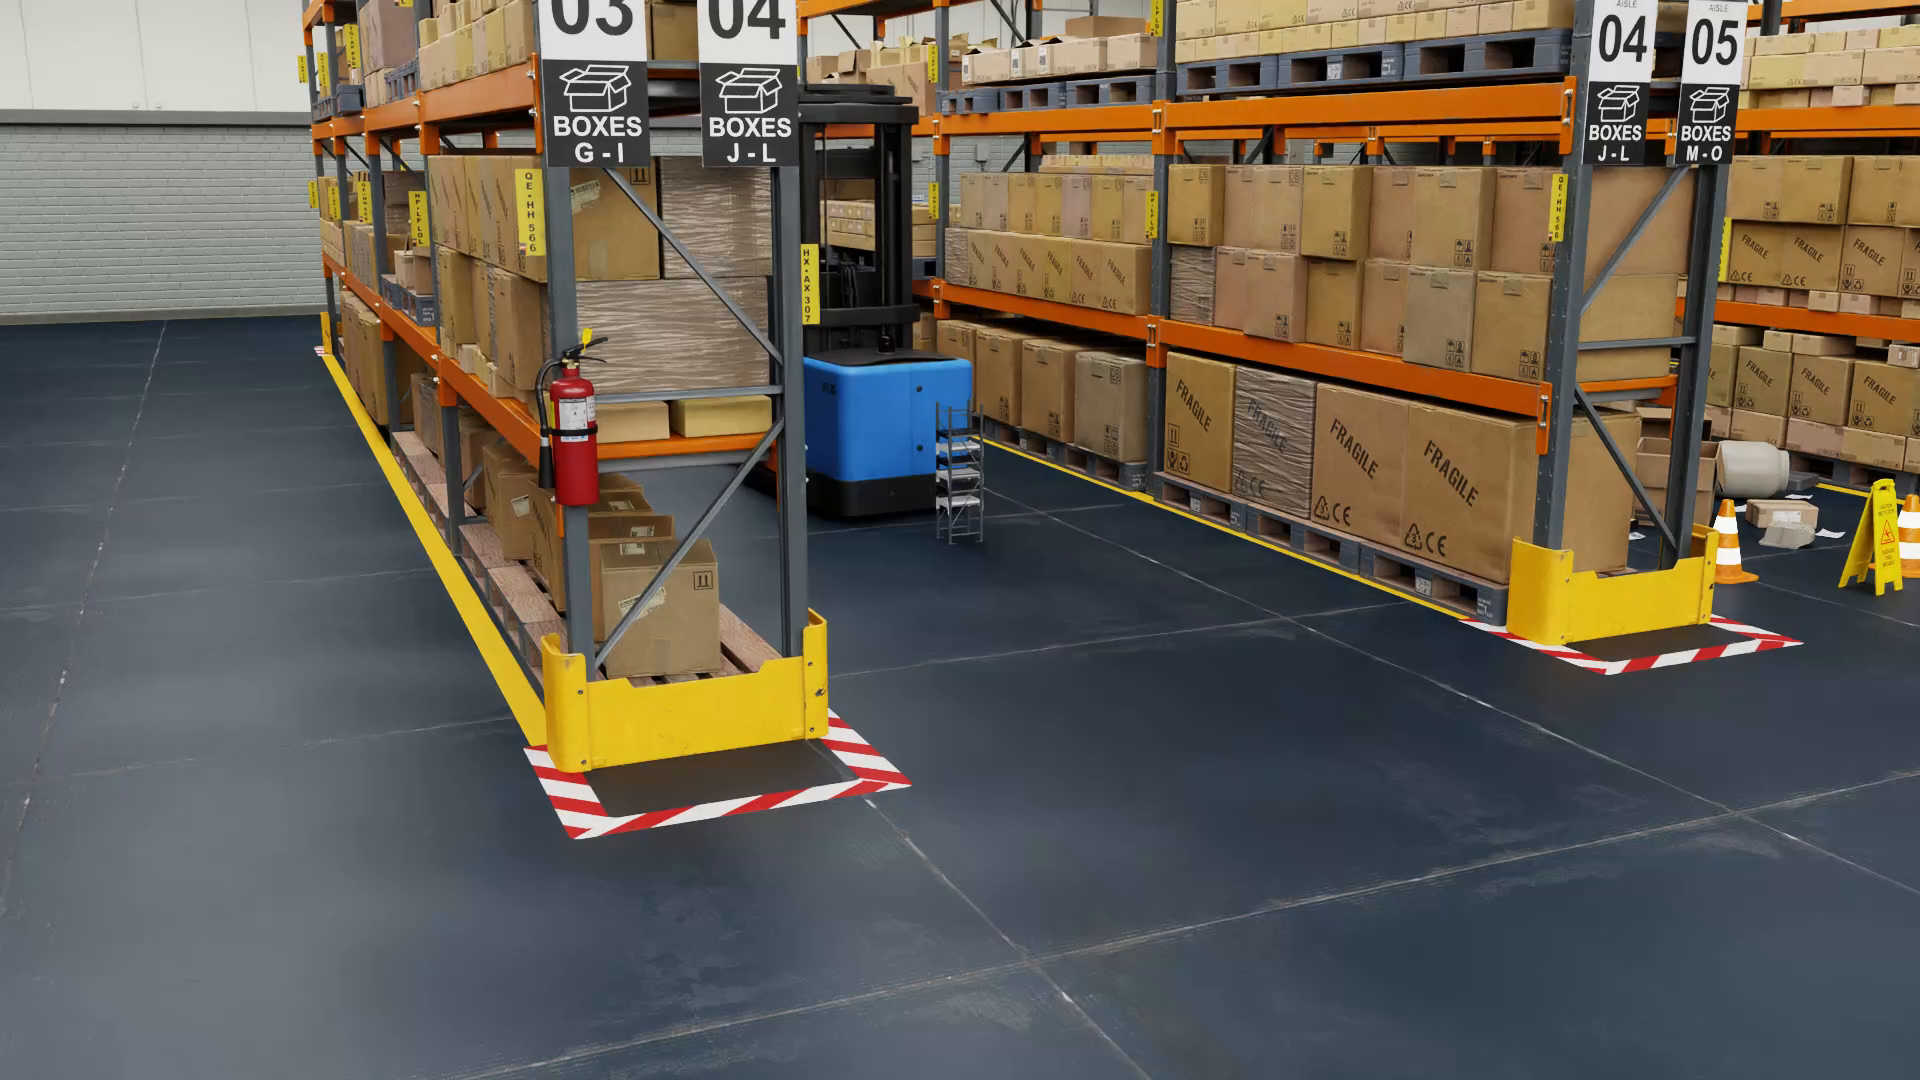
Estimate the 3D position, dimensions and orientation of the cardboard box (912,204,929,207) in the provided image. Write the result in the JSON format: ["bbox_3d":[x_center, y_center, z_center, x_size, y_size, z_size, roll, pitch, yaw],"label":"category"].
[{"bbox_3d":[-0.280,-3.417,17.288,0.380,0.149,0.250,-5,14,-21],"label":"cardboard box"}]

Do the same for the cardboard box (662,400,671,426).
[{"bbox_3d":[-1.104,-0.592,7.333,0.380,0.149,0.250,-6,14,-23],"label":"cardboard box"}]

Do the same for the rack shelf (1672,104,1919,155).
[{"bbox_3d":[7.154,-3.000,12.123,1.077,0.370,4.000,-6,14,-23],"label":"rack shelf"}]

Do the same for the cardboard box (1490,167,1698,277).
[{"bbox_3d":[3.347,-1.687,8.780,0.875,0.550,0.550,-6,14,-23],"label":"cardboard box"}]

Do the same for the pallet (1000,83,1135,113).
[{"bbox_3d":[1.012,-3.671,13.846,1.003,0.211,1.213,-5,14,-20],"label":"pallet"}]

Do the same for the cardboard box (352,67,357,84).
[{"bbox_3d":[-5.575,-4.448,16.049,0.500,0.311,0.500,-6,14,-25],"label":"cardboard box"}]

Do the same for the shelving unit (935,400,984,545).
[{"bbox_3d":[-0.003,-0.440,10.776,0.258,0.900,0.210,-6,14,-23],"label":"shelving unit"}]

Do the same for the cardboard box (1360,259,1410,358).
[{"bbox_3d":[2.920,-1.392,9.900,0.875,0.550,0.550,-6,14,-23],"label":"cardboard box"}]

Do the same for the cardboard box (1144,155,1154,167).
[{"bbox_3d":[2.636,-4.959,21.764,0.380,0.149,0.250,-6,14,-23],"label":"cardboard box"}]

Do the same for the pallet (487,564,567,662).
[{"bbox_3d":[-1.934,0.339,8.936,1.003,0.211,1.213,-6,14,-23],"label":"pallet"}]

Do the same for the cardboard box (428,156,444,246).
[{"bbox_3d":[-2.780,-1.972,9.639,0.500,0.500,0.500,-6,14,-23],"label":"cardboard box"}]

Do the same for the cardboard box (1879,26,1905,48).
[{"bbox_3d":[6.878,-3.621,12.001,0.380,0.149,0.250,-5,14,-22],"label":"cardboard box"}]

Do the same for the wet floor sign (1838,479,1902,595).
[{"bbox_3d":[5.286,-0.034,9.585,0.267,0.644,0.232,-9,16,-33],"label":"wet floor sign"}]

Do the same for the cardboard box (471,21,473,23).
[{"bbox_3d":[-2.188,-2.579,8.155,0.380,0.149,0.250,-5,14,-22],"label":"cardboard box"}]

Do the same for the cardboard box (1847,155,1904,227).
[{"bbox_3d":[6.983,-2.559,12.177,0.700,0.500,0.500,-6,14,-23],"label":"cardboard box"}]

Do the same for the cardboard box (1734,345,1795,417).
[{"bbox_3d":[6.567,-1.277,13.238,0.500,0.500,0.500,-5,14,-21],"label":"cardboard box"}]

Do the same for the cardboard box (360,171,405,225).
[{"bbox_3d":[-5.404,-3.323,16.130,0.797,0.503,0.637,-5,14,-22],"label":"cardboard box"}]

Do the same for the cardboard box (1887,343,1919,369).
[{"bbox_3d":[6.985,-1.341,12.076,0.380,0.149,0.250,-5,14,-21],"label":"cardboard box"}]

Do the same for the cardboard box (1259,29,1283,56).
[{"bbox_3d":[2.101,-3.111,10.409,0.380,0.149,0.250,-6,14,-24],"label":"cardboard box"}]

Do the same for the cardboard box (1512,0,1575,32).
[{"bbox_3d":[3.016,-2.638,8.368,0.380,0.149,0.250,-6,14,-23],"label":"cardboard box"}]

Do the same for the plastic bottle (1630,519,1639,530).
[{"bbox_3d":[4.431,-0.123,11.267,0.133,0.061,0.283,-12,18,-42],"label":"plastic bottle"}]

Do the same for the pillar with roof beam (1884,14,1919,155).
[{"bbox_3d":[6.700,-5.924,16.508,9.100,9.000,0.400,-6,14,-23],"label":"pillar with roof beam"}]

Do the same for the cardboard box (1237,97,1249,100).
[{"bbox_3d":[3.334,-5.214,19.681,0.380,0.166,0.250,-7,15,-27],"label":"cardboard box"}]

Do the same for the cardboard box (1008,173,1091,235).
[{"bbox_3d":[0.837,-2.893,14.277,0.700,0.500,0.500,-6,14,-24],"label":"cardboard box"}]

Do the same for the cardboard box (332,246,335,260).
[{"bbox_3d":[-6.870,-3.236,18.759,0.380,0.149,0.250,-6,14,-24],"label":"cardboard box"}]

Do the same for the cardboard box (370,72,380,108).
[{"bbox_3d":[-4.170,-3.396,12.570,0.500,0.250,0.500,-5,14,-22],"label":"cardboard box"}]

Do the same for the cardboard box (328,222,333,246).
[{"bbox_3d":[-6.964,-3.516,19.084,0.500,0.250,0.500,-6,14,-24],"label":"cardboard box"}]

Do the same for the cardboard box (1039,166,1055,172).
[{"bbox_3d":[1.477,-5.192,24.213,0.500,0.500,0.500,-6,14,-24],"label":"cardboard box"}]

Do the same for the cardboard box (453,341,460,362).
[{"bbox_3d":[-2.703,-1.111,9.576,0.380,0.149,0.250,-6,14,-23],"label":"cardboard box"}]

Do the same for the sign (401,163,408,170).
[{"bbox_3d":[-7.032,-4.612,21.052,0.100,0.325,0.005,-6,14,-23],"label":"sign"}]

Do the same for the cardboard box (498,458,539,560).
[{"bbox_3d":[-2.368,-0.190,9.651,0.500,0.500,0.500,-1,13,-5],"label":"cardboard box"}]

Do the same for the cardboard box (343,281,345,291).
[{"bbox_3d":[-6.840,-2.743,19.849,0.875,0.875,0.875,-6,14,-23],"label":"cardboard box"}]

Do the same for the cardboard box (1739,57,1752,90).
[{"bbox_3d":[6.278,-3.720,13.311,0.500,0.250,0.500,-6,14,-24],"label":"cardboard box"}]

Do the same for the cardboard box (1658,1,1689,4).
[{"bbox_3d":[3.502,-2.917,8.690,0.500,0.250,0.500,-6,14,-23],"label":"cardboard box"}]

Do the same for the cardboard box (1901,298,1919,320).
[{"bbox_3d":[7.033,-1.669,11.987,0.380,0.149,0.250,-6,14,-24],"label":"cardboard box"}]

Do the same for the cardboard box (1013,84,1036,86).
[{"bbox_3d":[0.697,-4.158,14.894,0.380,0.166,0.250,-6,14,-23],"label":"cardboard box"}]

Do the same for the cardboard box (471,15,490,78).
[{"bbox_3d":[-1.951,-2.255,7.642,0.500,0.250,0.500,-5,14,-22],"label":"cardboard box"}]

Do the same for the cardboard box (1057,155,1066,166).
[{"bbox_3d":[1.603,-5.423,23.772,0.380,0.149,0.250,-5,14,-21],"label":"cardboard box"}]

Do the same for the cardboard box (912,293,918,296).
[{"bbox_3d":[-0.623,-2.601,18.404,0.500,0.250,0.500,-5,14,-20],"label":"cardboard box"}]

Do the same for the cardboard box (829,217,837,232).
[{"bbox_3d":[-1.187,-3.375,17.768,0.380,0.149,0.250,-5,14,-21],"label":"cardboard box"}]

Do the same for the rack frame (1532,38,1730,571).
[{"bbox_3d":[3.460,-1.008,8.572,1.000,3.000,0.127,-6,14,-23],"label":"rack frame"}]

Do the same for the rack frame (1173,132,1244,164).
[{"bbox_3d":[3.148,-3.955,21.306,1.000,3.000,0.127,-6,14,-23],"label":"rack frame"}]

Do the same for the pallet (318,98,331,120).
[{"bbox_3d":[-6.735,-4.900,18.933,1.003,0.211,1.213,-6,14,-23],"label":"pallet"}]

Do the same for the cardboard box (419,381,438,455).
[{"bbox_3d":[-3.809,-0.980,13.020,0.700,0.500,0.500,-7,15,-28],"label":"cardboard box"}]

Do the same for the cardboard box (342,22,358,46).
[{"bbox_3d":[-6.303,-5.384,17.788,0.500,0.250,0.500,-7,15,-27],"label":"cardboard box"}]

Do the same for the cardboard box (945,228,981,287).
[{"bbox_3d":[0.188,-2.592,15.196,0.500,0.500,0.500,-5,14,-22],"label":"cardboard box"}]

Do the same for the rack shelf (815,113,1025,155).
[{"bbox_3d":[-0.546,-4.185,17.242,1.077,0.370,4.000,-6,14,-23],"label":"rack shelf"}]

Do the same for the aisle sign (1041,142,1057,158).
[{"bbox_3d":[1.251,-6.037,24.535,0.394,0.787,0.004,-6,14,-23],"label":"aisle sign"}]

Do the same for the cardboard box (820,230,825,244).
[{"bbox_3d":[-1.298,-3.286,18.040,0.380,0.149,0.250,-5,14,-22],"label":"cardboard box"}]

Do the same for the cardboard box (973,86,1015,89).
[{"bbox_3d":[0.270,-4.313,15.978,0.500,0.500,0.500,-6,14,-23],"label":"cardboard box"}]

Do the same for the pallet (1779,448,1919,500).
[{"bbox_3d":[7.147,-0.556,12.803,1.003,0.211,1.213,-6,14,-23],"label":"pallet"}]

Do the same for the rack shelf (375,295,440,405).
[{"bbox_3d":[-3.529,-1.470,12.164,1.077,0.370,4.000,-6,14,-23],"label":"rack shelf"}]

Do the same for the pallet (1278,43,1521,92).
[{"bbox_3d":[2.661,-2.831,9.993,1.003,0.211,1.213,-6,14,-23],"label":"pallet"}]

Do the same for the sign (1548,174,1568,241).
[{"bbox_3d":[2.957,-1.641,8.216,0.100,0.325,0.005,-6,14,-23],"label":"sign"}]

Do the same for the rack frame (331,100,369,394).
[{"bbox_3d":[-5.932,-3.060,17.439,1.000,3.000,0.127,-6,14,-23],"label":"rack frame"}]

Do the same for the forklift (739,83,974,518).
[{"bbox_3d":[-1.040,-1.864,12.424,1.130,2.935,3.031,-7,15,-27],"label":"forklift"}]

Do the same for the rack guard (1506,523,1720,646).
[{"bbox_3d":[3.470,0.215,8.833,1.175,0.500,0.348,-6,14,-23],"label":"rack guard"}]
